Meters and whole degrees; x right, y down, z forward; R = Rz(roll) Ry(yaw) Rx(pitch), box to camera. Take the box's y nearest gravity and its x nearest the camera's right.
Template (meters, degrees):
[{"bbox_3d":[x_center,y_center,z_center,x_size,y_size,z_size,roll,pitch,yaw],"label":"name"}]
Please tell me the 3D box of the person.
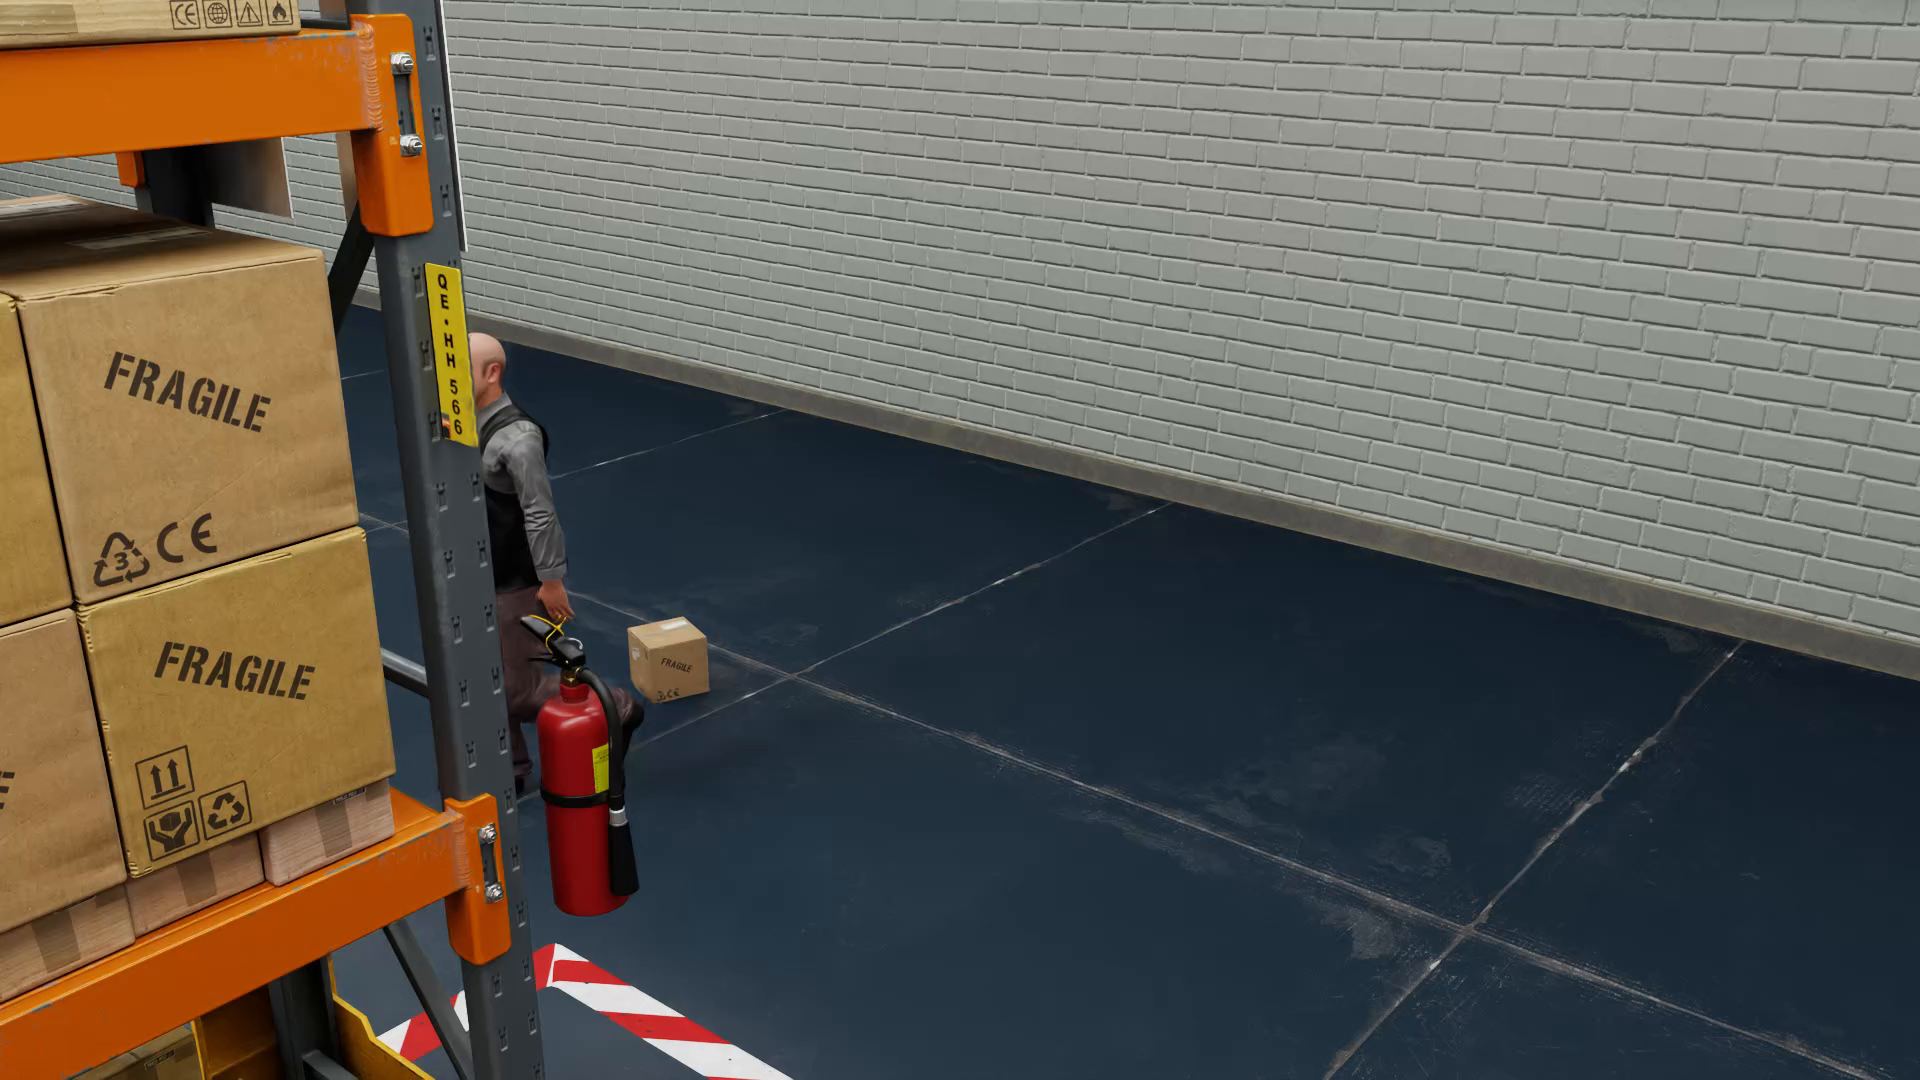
[{"bbox_3d":[-1.502,0.116,5.777,0.695,1.708,0.540,-14,24,-34],"label":"person"}]
